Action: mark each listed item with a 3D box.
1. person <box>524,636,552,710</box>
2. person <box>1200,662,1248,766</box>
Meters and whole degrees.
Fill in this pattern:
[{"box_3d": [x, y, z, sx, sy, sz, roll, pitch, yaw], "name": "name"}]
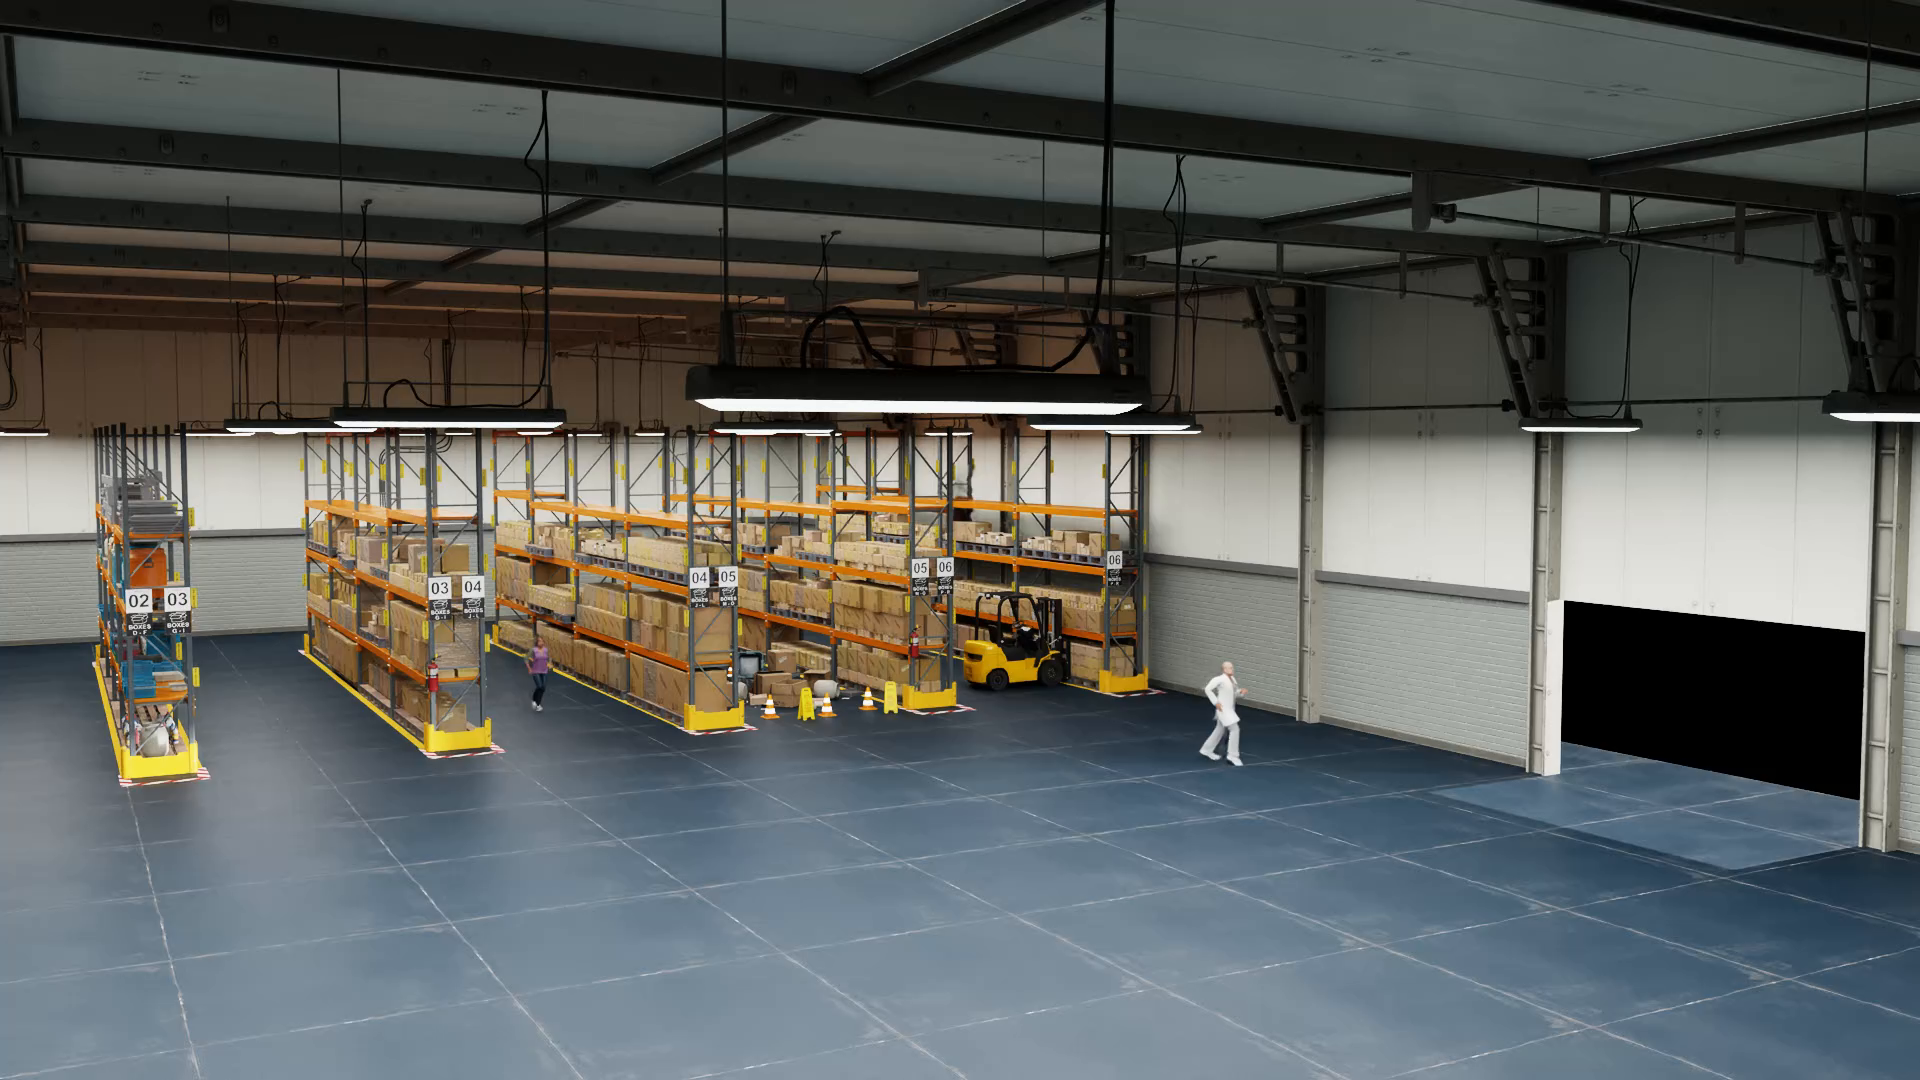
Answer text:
[{"box_3d": [-8.838, 2.812, 35.037, 0.541, 1.567, 0.582, -3, 4, -38], "name": "person"}, {"box_3d": [4.670, 3.065, 29.395, 0.864, 1.854, 0.668, 2, 4, 26], "name": "person"}]
